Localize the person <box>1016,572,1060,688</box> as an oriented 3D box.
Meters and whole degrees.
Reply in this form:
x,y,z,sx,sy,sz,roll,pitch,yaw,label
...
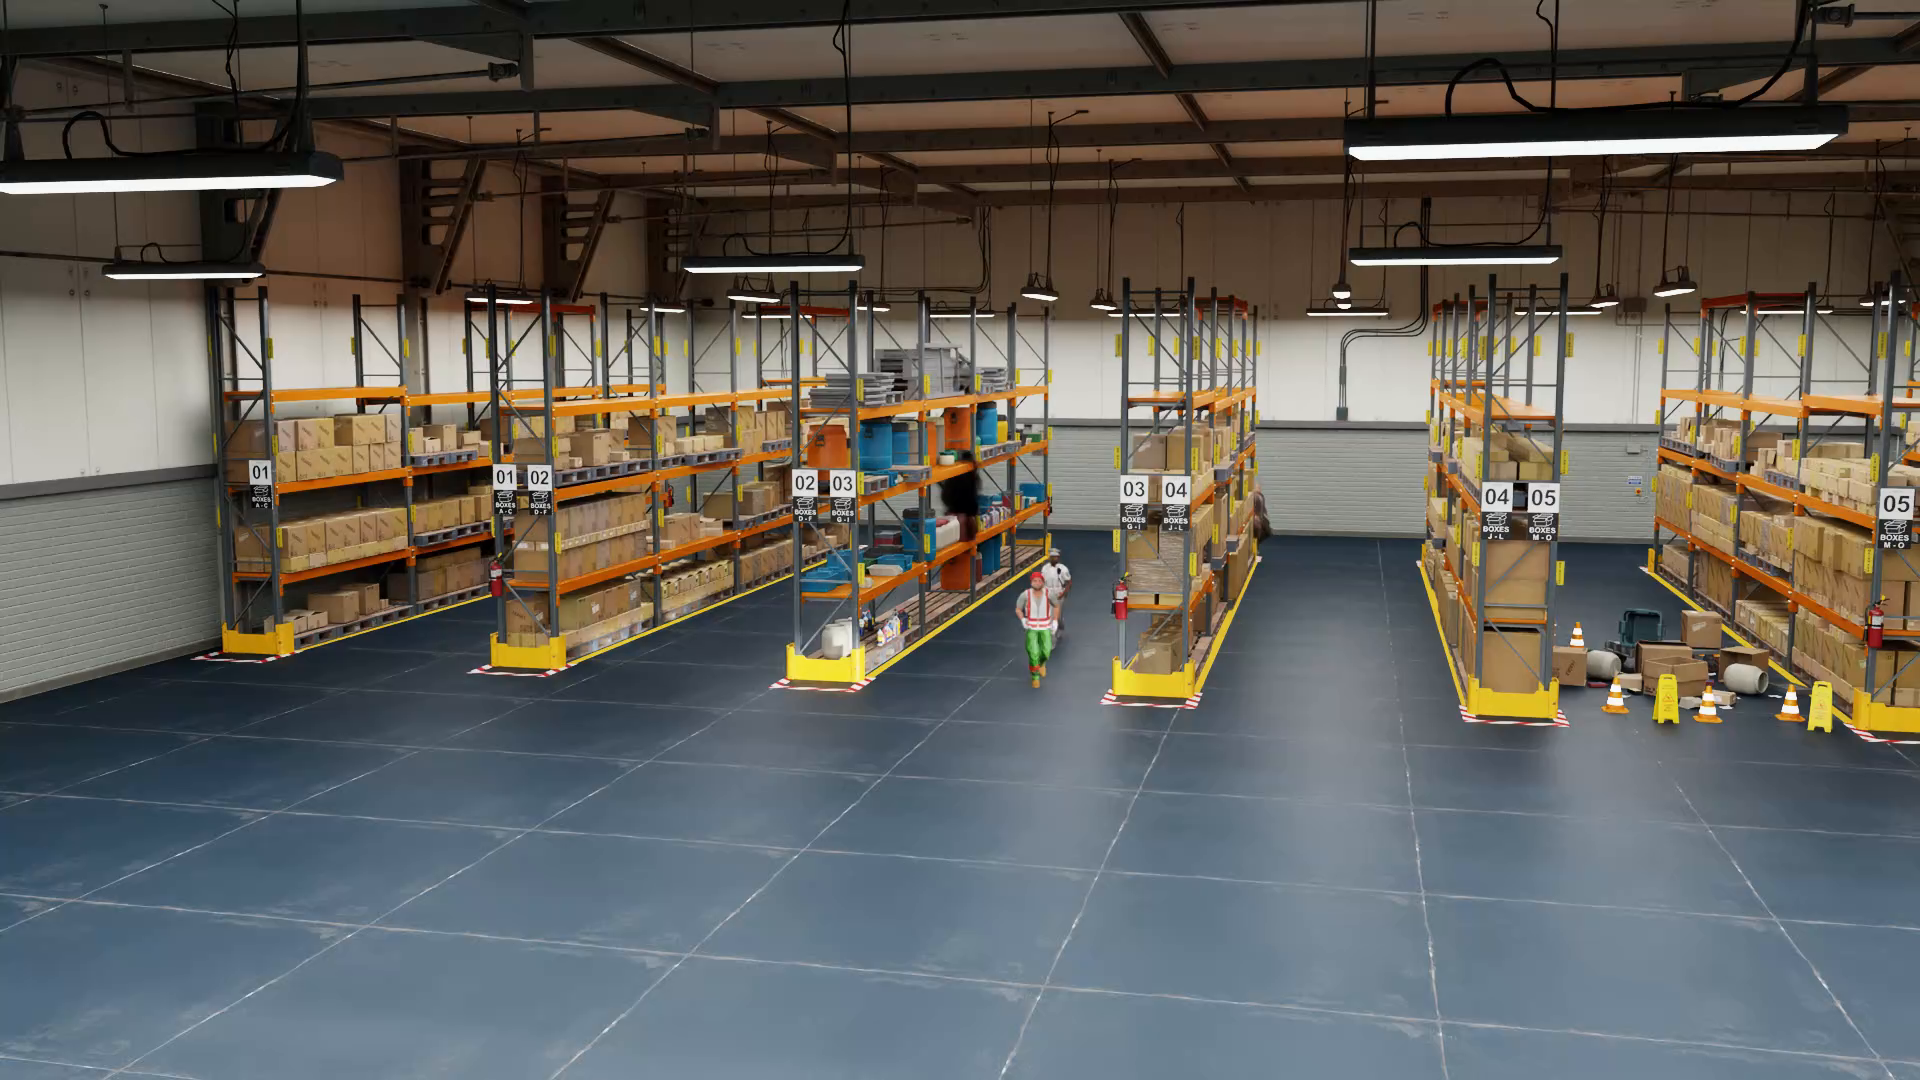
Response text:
x,y,z,sx,sy,sz,roll,pitch,yaw,label
1.155,1.326,24.639,0.663,1.744,0.627,0,7,0,person

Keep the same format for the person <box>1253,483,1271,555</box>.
x,y,z,sx,sy,sz,roll,pitch,yaw,label
7.286,-0.510,40.514,0.743,1.740,0.543,-6,9,-42,person

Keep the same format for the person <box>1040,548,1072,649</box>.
x,y,z,sx,sy,sz,roll,pitch,yaw,label
1.596,0.961,28.051,0.590,1.683,0.720,2,7,13,person
